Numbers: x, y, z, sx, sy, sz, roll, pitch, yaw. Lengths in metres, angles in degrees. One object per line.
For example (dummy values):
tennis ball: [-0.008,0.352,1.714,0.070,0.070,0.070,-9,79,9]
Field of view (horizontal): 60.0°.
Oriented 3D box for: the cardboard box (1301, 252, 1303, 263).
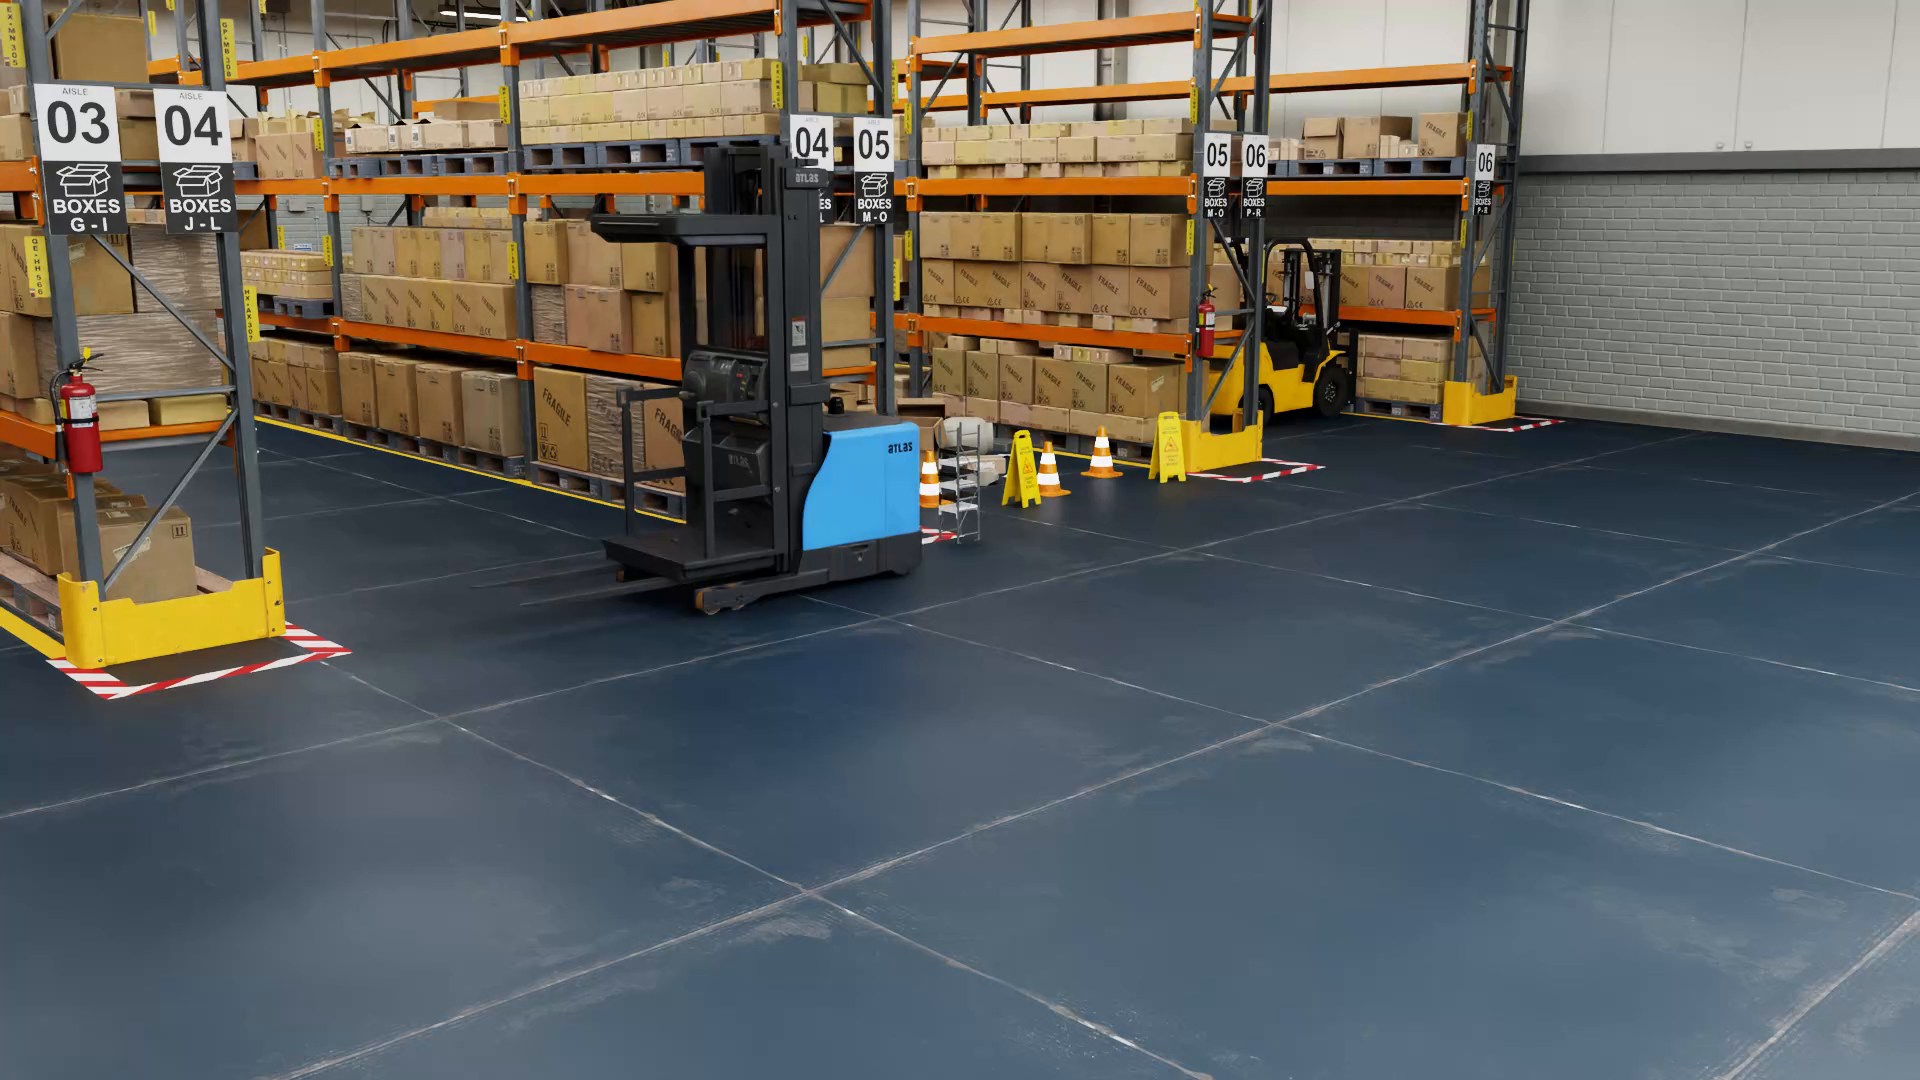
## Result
cardboard box: [4.309,-3.580,20.999,0.250,0.149,0.380,11,16,43]

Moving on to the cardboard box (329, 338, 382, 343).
cardboard box: [-7.096,-2.231,19.604,0.500,0.250,0.500,-11,16,-43]

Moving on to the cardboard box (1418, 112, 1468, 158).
cardboard box: [5.696,-4.707,19.355,0.500,0.500,0.500,-10,15,-41]

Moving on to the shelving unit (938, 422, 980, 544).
shelving unit: [-0.005,-0.442,12.826,0.258,0.900,0.210,-11,16,-43]

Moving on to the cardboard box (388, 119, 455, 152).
cardboard box: [-5.403,-4.070,16.732,0.500,0.311,0.500,-11,16,-44]

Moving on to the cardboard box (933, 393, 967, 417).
cardboard box: [0.040,-1.530,18.679,0.500,0.250,0.500,11,16,43]

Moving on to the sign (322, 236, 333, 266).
sign: [-6.830,-3.126,17.976,0.100,0.325,0.005,-11,16,-43]

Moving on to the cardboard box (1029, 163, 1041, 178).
cardboard box: [0.932,-3.836,17.286,0.380,0.149,0.250,-11,16,-42]

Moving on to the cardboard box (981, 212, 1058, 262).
cardboard box: [0.639,-3.230,17.695,0.700,0.500,0.500,-11,16,-44]

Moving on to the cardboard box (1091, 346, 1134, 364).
cardboard box: [1.547,-1.880,16.911,0.380,0.149,0.250,-10,15,-41]

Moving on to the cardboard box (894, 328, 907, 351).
cardboard box: [-0.868,-3.308,26.688,0.500,0.500,0.500,11,16,43]

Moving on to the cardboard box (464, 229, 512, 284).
cardboard box: [-4.386,-2.776,16.225,0.700,0.500,0.500,-11,16,-43]

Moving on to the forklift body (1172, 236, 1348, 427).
forklift body: [3.549,-2.510,19.766,2.313,2.155,1.214,-11,16,-43]

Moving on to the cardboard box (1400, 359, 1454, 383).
cardboard box: [5.616,-2.035,19.889,0.500,0.250,0.500,-11,16,-43]

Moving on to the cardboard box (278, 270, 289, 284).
cardboard box: [-7.484,-2.988,18.826,0.380,0.149,0.250,-10,16,-41]

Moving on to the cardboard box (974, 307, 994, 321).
cardboard box: [0.377,-2.476,18.120,0.380,0.149,0.250,-10,15,-41]

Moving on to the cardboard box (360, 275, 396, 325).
cardboard box: [-5.976,-2.546,17.590,0.500,0.500,0.500,-11,16,-43]

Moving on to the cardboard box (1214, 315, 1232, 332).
cardboard box: [2.506,-2.167,16.617,0.380,0.149,0.250,-11,16,-42]

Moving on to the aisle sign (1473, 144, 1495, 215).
aisle sign: [6.011,-4.126,19.064,0.394,0.787,0.004,-11,16,-43]

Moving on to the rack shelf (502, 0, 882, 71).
rack shelf: [-2.301,-4.189,13.716,1.077,0.370,4.000,-11,16,-43]

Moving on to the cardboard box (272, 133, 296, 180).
cardboard box: [-7.377,-4.312,18.724,0.500,0.500,0.500,-11,16,-43]

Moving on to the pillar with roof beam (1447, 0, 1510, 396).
pillar with roof beam: [3.236,-5.469,17.157,9.100,9.000,0.400,-11,16,-43]

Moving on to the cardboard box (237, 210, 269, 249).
cardboard box: [-9.342,-4.042,21.635,0.500,0.500,0.500,-10,16,-41]

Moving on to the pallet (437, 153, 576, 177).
pallet: [-4.351,-3.593,15.958,1.217,0.209,0.805,11,16,43]

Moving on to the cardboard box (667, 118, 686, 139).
cardboard box: [-2.098,-3.257,13.189,0.380,0.149,0.250,-11,16,-43]

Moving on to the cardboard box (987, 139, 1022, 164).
cardboard box: [0.634,-4.085,17.508,0.500,0.250,0.500,-11,16,-42]

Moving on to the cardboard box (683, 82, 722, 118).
cardboard box: [-1.805,-3.408,12.934,0.500,0.250,0.500,-11,16,-42]

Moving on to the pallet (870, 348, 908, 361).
pallet: [-1.520,-3.176,27.802,1.003,0.211,1.213,-11,16,-43]

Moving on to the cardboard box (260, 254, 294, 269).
cardboard box: [-7.816,-3.206,19.145,0.380,0.149,0.250,-11,16,-43]

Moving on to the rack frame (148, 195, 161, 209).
rack frame: [-11.969,-3.842,24.126,1.000,3.000,0.127,-11,16,-43]

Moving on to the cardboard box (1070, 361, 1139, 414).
cardboard box: [1.486,-1.594,17.129,0.500,0.500,0.500,-10,15,-40]

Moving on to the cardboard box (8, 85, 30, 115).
cardboard box: [-4.994,-2.418,9.166,0.380,0.149,0.250,-11,16,-43]

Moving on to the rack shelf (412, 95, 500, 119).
rack shelf: [-7.078,-6.645,25.636,1.077,0.370,4.000,-11,16,-43]

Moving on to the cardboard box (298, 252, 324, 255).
cardboard box: [-7.702,-3.371,19.949,0.380,0.149,0.250,-11,16,-43]

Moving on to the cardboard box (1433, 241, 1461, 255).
cardboard box: [5.778,-3.439,19.577,0.380,0.149,0.250,-11,16,-42]

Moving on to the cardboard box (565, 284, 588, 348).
cardboard box: [-3.022,-2.035,14.982,0.875,0.550,0.550,-11,16,-43]

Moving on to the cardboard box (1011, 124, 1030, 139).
cardboard box: [0.749,-4.258,17.357,0.380,0.149,0.250,-11,16,-43]

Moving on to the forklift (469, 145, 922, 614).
forklift: [-1.714,-1.079,10.886,3.031,2.935,1.130,-10,15,-40]

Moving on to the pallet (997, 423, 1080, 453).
pallet: [1.164,-1.158,18.010,1.003,0.211,1.213,-11,16,-43]

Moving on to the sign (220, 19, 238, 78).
sign: [-4.184,-2.803,9.485,0.100,0.325,0.005,-11,16,-43]

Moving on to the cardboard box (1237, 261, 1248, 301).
cardboard box: [3.905,-3.361,21.546,0.500,0.500,0.500,-11,16,-42]

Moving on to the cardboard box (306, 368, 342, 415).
cardboard box: [-7.088,-1.715,18.958,0.500,0.500,0.500,-11,16,-43]

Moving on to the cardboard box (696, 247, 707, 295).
cardboard box: [-1.594,-2.236,13.284,0.875,0.550,0.550,-11,16,-43]

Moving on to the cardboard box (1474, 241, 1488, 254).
cardboard box: [6.101,-3.495,19.848,0.380,0.149,0.250,-11,16,-44]

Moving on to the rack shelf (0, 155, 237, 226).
rack shelf: [-5.958,-2.239,10.695,1.077,0.370,4.000,-11,16,-43]

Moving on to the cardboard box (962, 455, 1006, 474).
cardboard box: [0.225,-0.725,16.061,0.380,0.149,0.250,-3,12,-13]

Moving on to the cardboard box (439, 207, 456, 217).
cardboard box: [-8.085,-5.230,26.531,0.380,0.149,0.250,-10,15,-41]

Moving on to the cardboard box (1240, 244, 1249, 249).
cardboard box: [3.850,-3.850,21.574,0.380,0.149,0.250,-11,16,-44]

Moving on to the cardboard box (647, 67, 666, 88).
cardboard box: [-2.276,-3.686,13.291,0.380,0.149,0.250,-11,16,-43]

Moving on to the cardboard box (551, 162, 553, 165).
cardboard box: [-5.951,-5.851,24.905,0.500,0.500,0.500,-11,16,-42]

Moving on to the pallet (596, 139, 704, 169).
pallet: [-2.286,-3.217,13.881,1.003,0.211,1.213,-11,16,-43]

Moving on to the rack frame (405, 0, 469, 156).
rack frame: [-8.459,-7.485,26.940,1.000,3.000,0.127,-11,16,-43]

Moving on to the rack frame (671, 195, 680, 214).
rack frame: [-4.871,-5.239,30.905,1.000,3.000,0.127,-11,16,-43]

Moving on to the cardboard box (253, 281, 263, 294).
cardboard box: [-7.999,-2.953,19.392,0.380,0.149,0.250,-10,15,-41]

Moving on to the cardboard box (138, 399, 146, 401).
cardboard box: [-4.760,-0.821,10.087,0.380,0.149,0.250,-11,16,-43]
